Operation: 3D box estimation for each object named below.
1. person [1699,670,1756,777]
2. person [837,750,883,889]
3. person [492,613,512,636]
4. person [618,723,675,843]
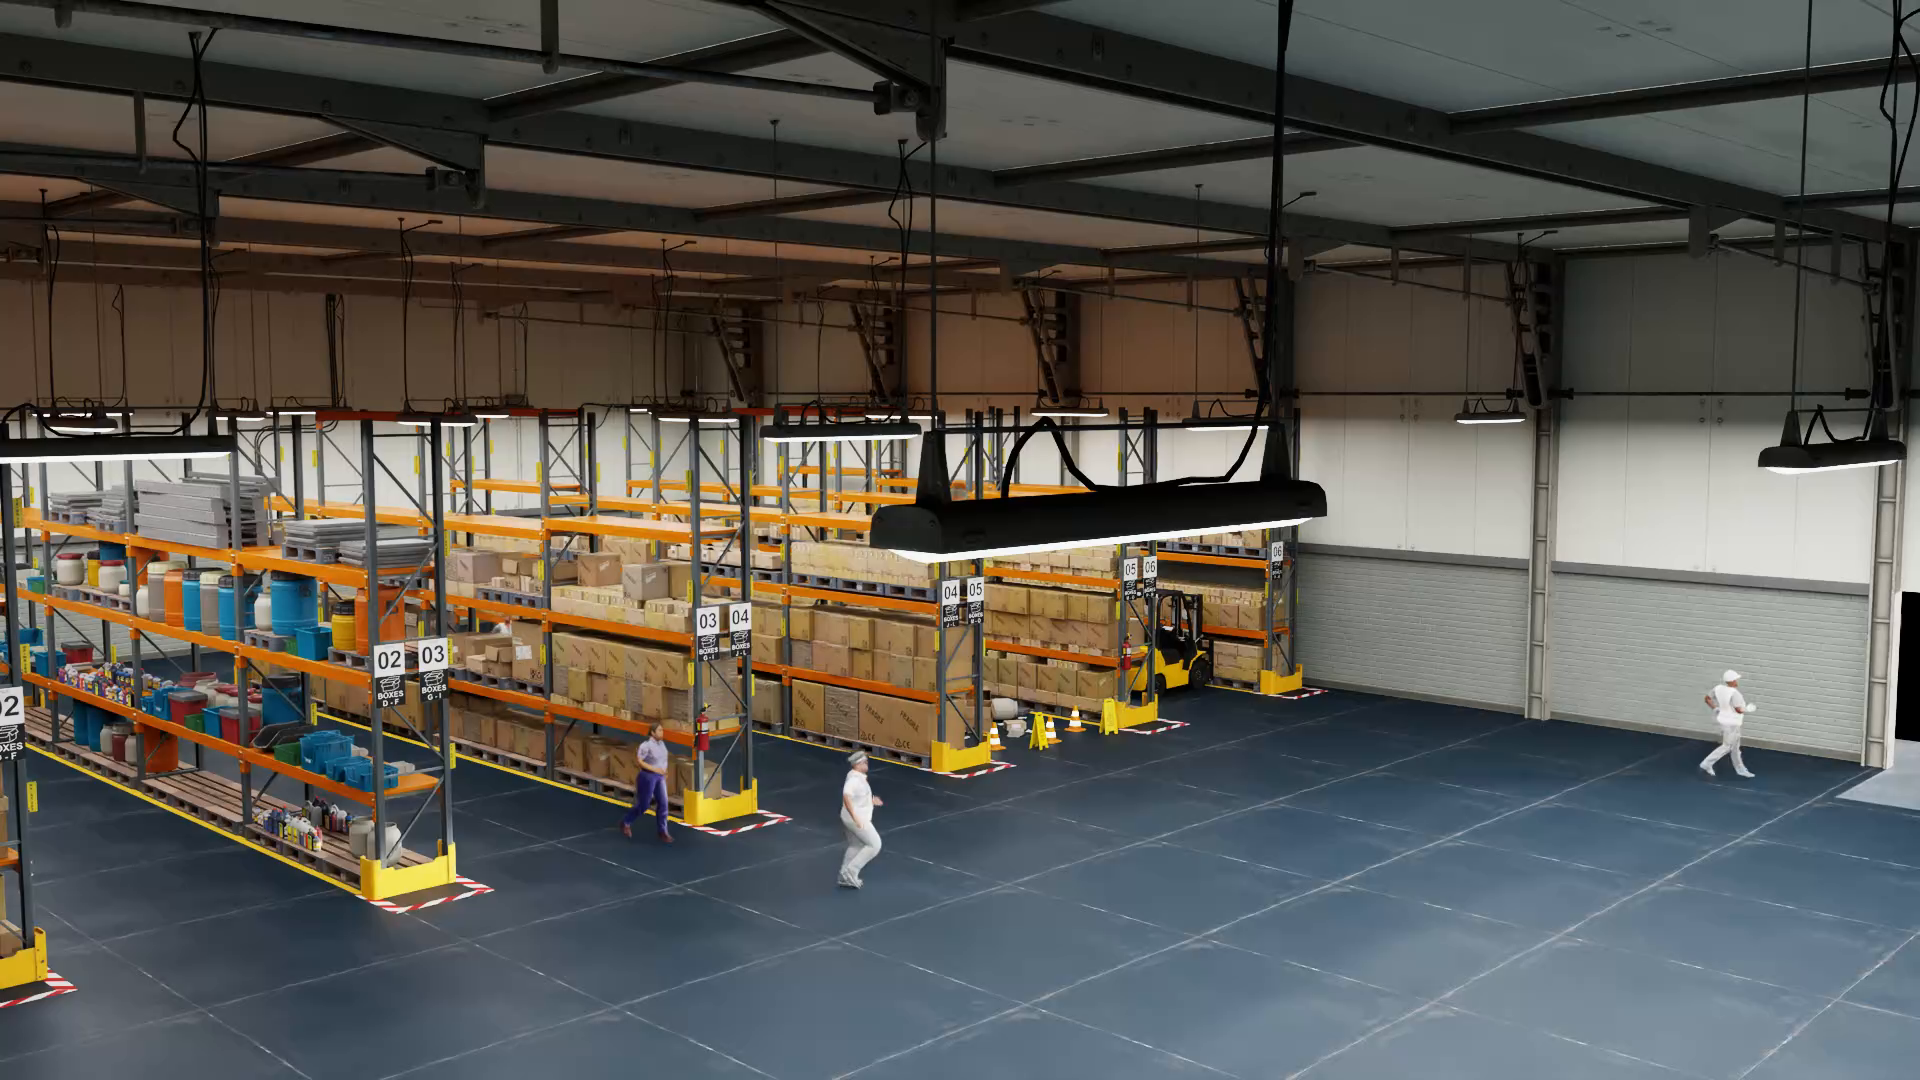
[{"bbox_3d":[12.562,3.011,27.137,0.978,1.787,0.682,0,5,-2],"label":"person"},{"bbox_3d":[-1.264,3.565,21.348,0.617,1.756,0.667,-1,5,-15],"label":"person"},{"bbox_3d":[-9.505,2.346,35.033,0.643,1.788,0.881,-4,7,-40],"label":"person"},{"bbox_3d":[-4.367,3.426,23.653,0.854,1.634,0.658,3,6,28],"label":"person"}]
